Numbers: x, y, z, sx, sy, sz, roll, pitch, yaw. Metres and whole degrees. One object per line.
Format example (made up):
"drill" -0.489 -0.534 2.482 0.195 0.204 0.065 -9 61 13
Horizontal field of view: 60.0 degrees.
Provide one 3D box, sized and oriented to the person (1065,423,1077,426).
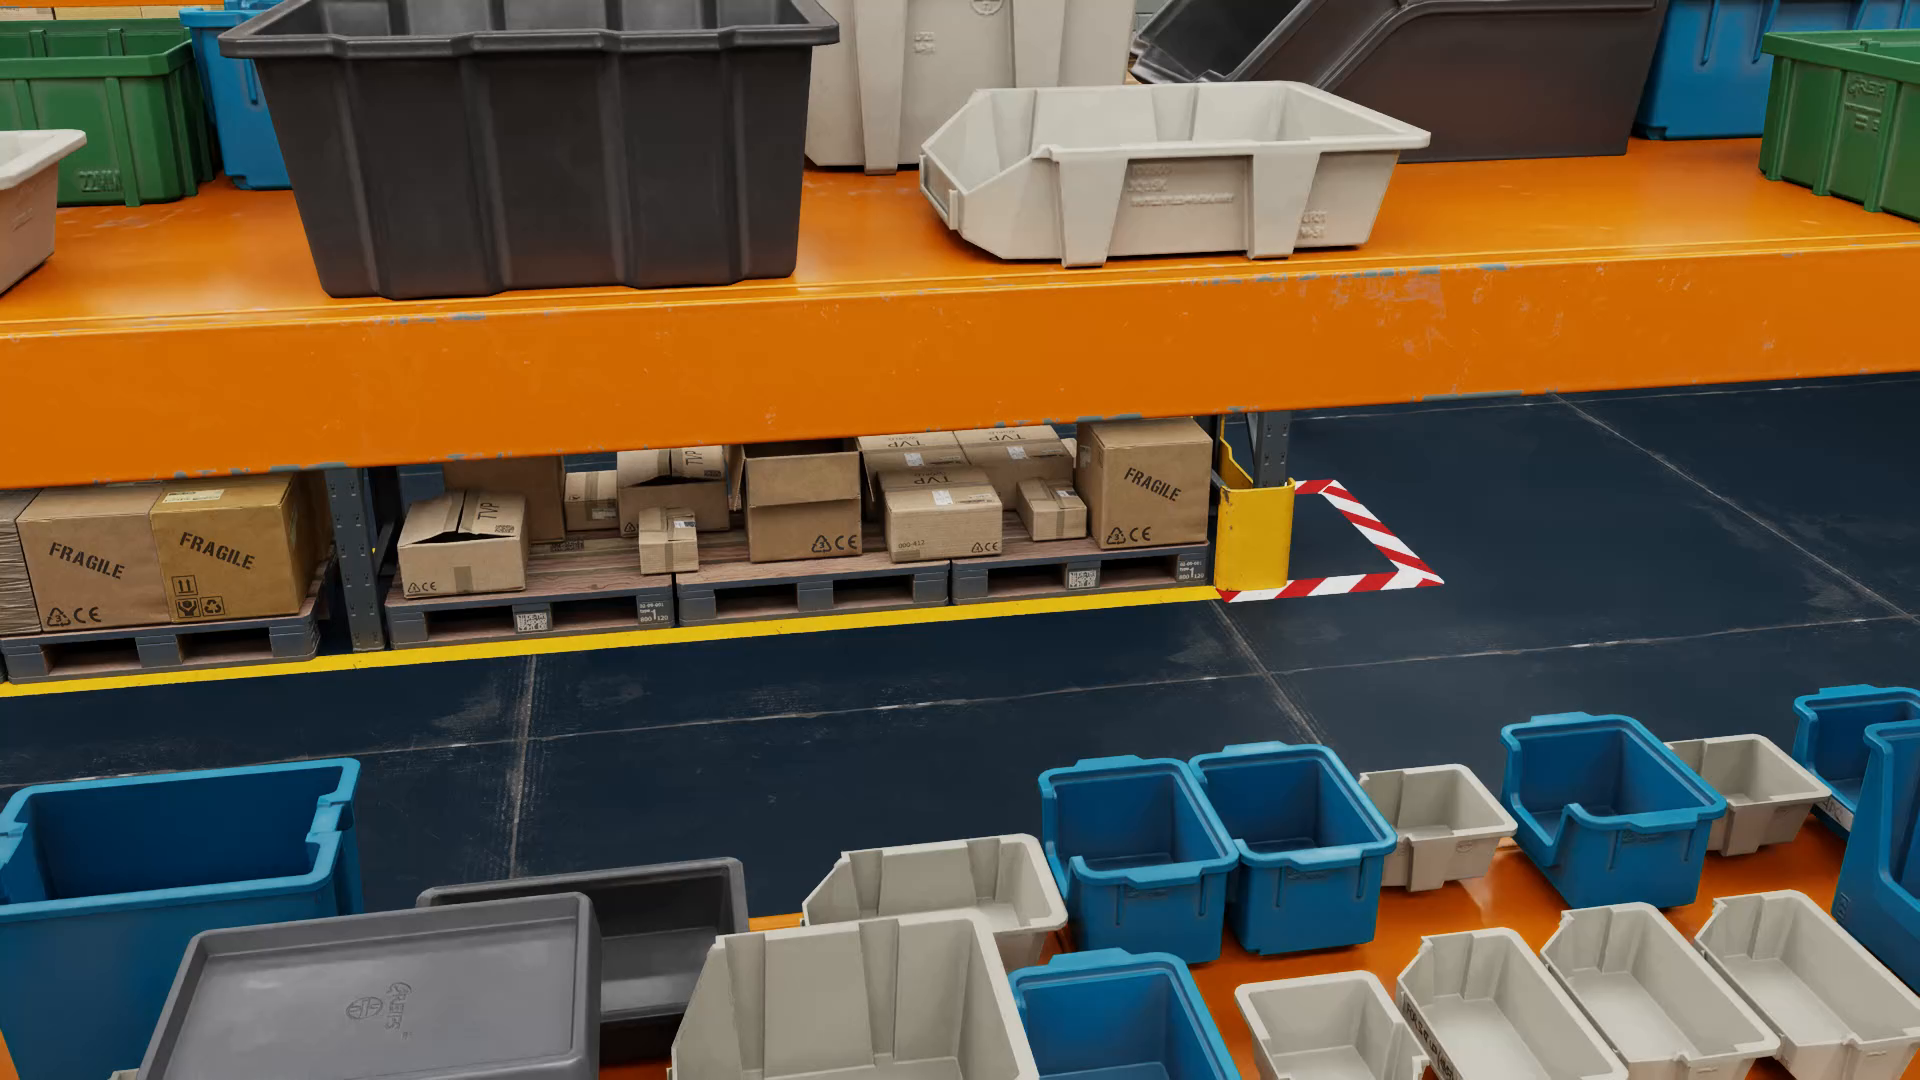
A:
"person" 0.855 -1.398 9.312 0.528 1.673 0.454 3 24 6
